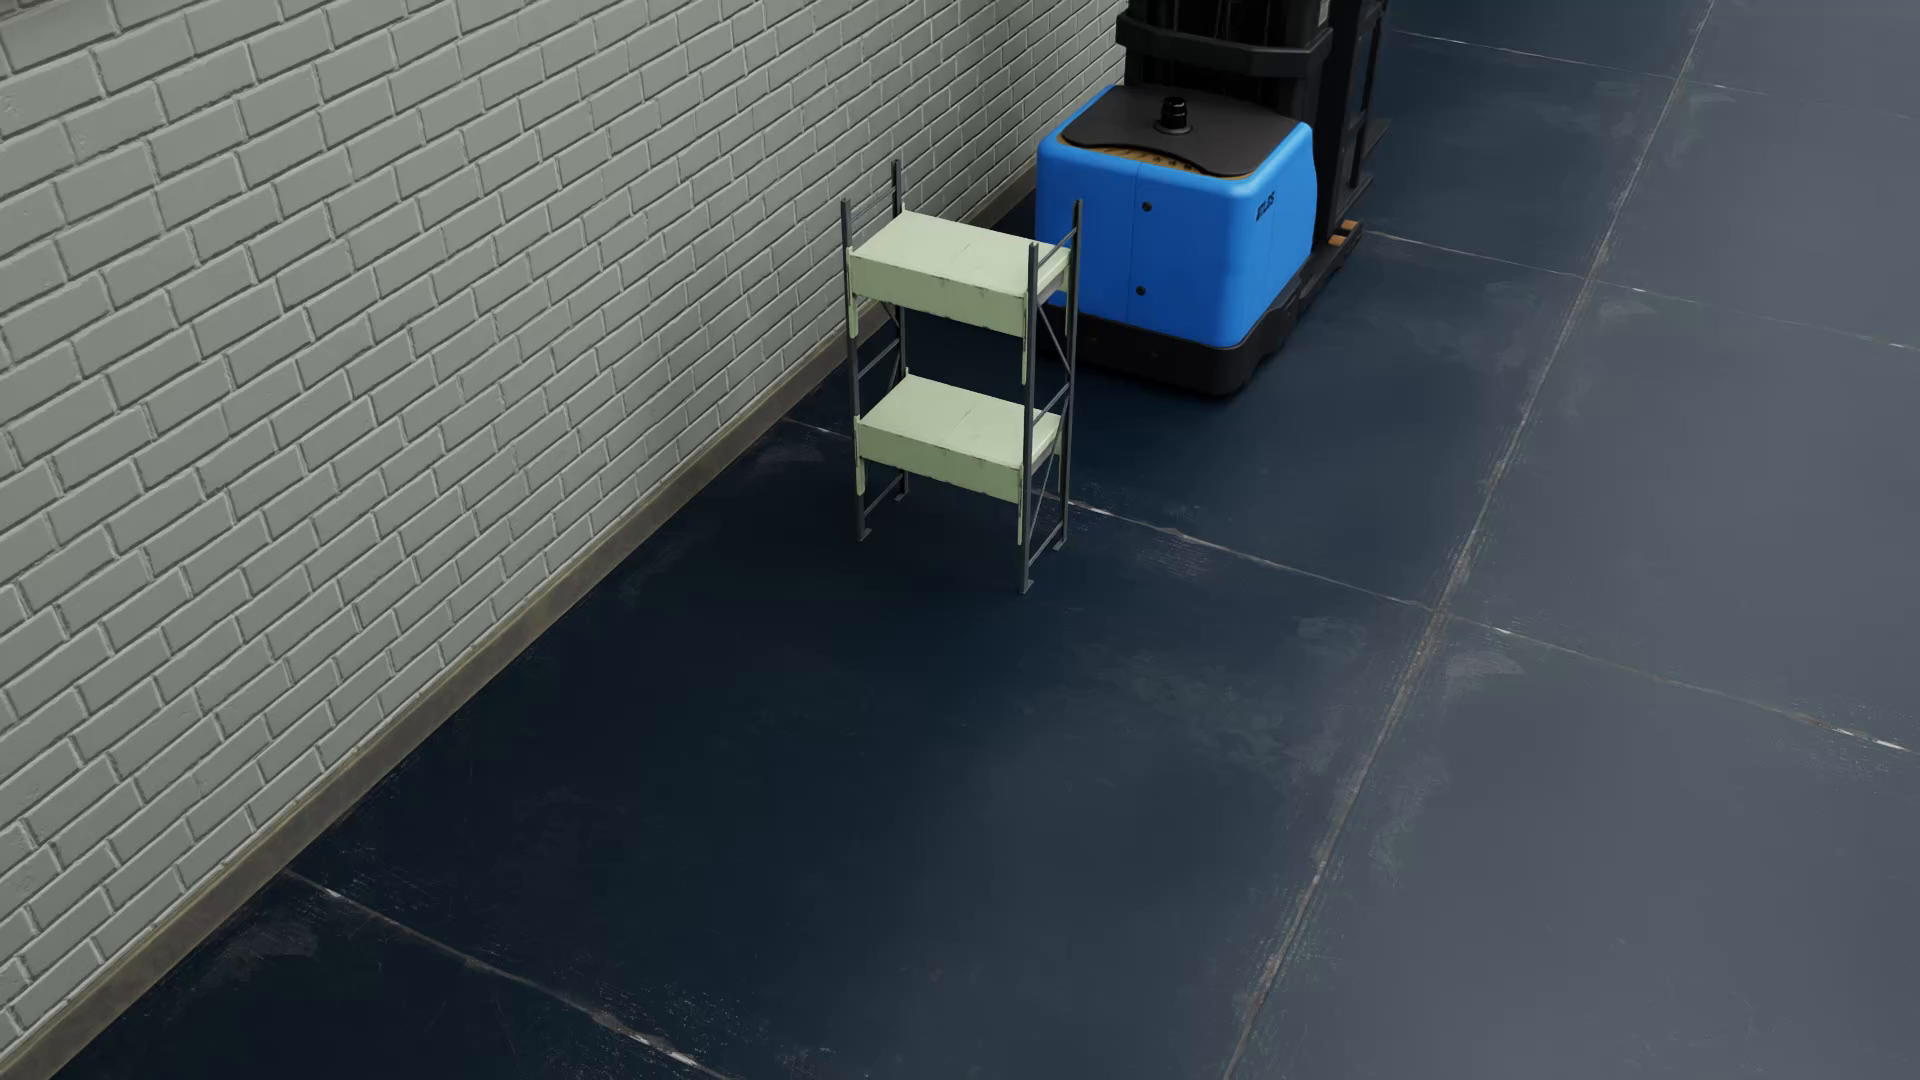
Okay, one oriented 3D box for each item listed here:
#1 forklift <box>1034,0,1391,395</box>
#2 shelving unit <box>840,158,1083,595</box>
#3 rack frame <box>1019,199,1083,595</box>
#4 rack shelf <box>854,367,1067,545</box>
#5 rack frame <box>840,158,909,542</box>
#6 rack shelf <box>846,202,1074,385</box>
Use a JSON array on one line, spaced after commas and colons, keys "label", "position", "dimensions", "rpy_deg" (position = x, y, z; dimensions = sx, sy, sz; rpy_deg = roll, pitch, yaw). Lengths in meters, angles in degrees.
[{"label": "forklift", "position": [1.465, -2.696, 7.878], "dimensions": [1.130, 2.935, 3.031], "rpy_deg": [18, 41, 22]}, {"label": "shelving unit", "position": [0.006, -0.596, 6.294], "dimensions": [0.755, 1.500, 0.431], "rpy_deg": [17, 41, 21]}, {"label": "rack frame", "position": [0.331, -0.494, 6.160], "dimensions": [0.023, 1.500, 0.400], "rpy_deg": [17, 41, 21]}, {"label": "rack shelf", "position": [0.006, -0.336, 6.491], "dimensions": [0.720, 0.370, 0.431], "rpy_deg": [17, 41, 21]}, {"label": "rack frame", "position": [-0.319, -0.697, 6.428], "dimensions": [0.023, 1.500, 0.400], "rpy_deg": [17, 41, 21]}, {"label": "rack shelf", "position": [0.006, -0.906, 6.058], "dimensions": [0.720, 0.370, 0.431], "rpy_deg": [17, 41, 21]}]
